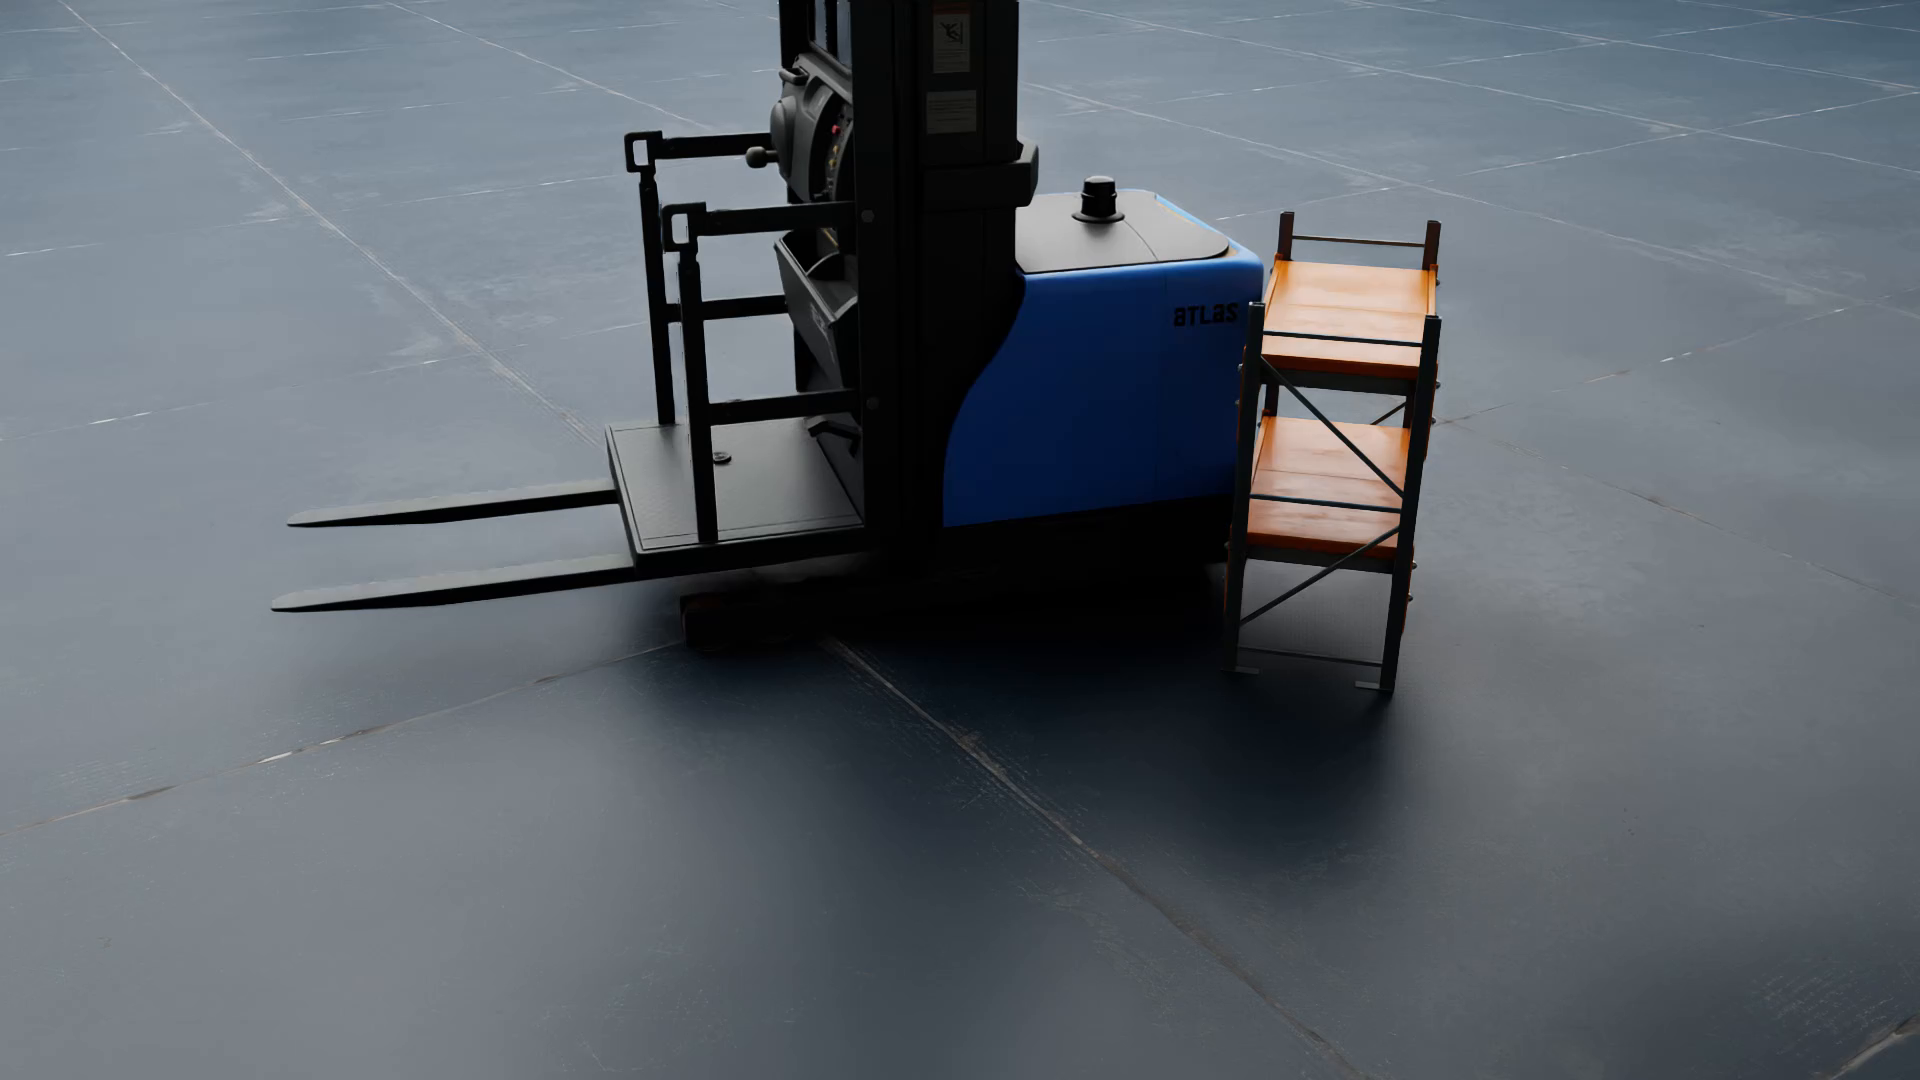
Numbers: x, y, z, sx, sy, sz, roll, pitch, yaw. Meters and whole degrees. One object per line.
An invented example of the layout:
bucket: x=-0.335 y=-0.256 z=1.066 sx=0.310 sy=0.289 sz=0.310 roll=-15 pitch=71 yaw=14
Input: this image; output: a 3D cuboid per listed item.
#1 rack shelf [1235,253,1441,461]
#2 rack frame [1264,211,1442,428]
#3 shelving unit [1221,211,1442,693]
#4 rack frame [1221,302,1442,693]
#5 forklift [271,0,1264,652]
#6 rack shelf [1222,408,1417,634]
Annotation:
rack shelf: x=1.146 y=-0.575 z=4.964 sx=0.538 sy=0.278 sz=1.000 roll=6 pitch=26 yaw=13
rack frame: x=1.274 y=-0.520 z=5.534 sx=0.500 sy=1.125 sz=0.032 roll=6 pitch=26 yaw=13
shelving unit: x=1.146 y=-0.310 z=5.089 sx=0.538 sy=1.125 sz=1.048 roll=6 pitch=26 yaw=13
rack frame: x=1.018 y=-0.100 z=4.644 sx=0.500 sy=1.125 sz=0.032 roll=6 pitch=26 yaw=13
forklift: x=-0.627 y=-1.238 z=4.939 sx=3.031 sy=2.935 sz=1.130 roll=-7 pitch=26 yaw=-14
rack shelf: x=1.146 y=-0.089 z=5.193 sx=0.538 sy=0.278 sz=1.000 roll=6 pitch=26 yaw=13
